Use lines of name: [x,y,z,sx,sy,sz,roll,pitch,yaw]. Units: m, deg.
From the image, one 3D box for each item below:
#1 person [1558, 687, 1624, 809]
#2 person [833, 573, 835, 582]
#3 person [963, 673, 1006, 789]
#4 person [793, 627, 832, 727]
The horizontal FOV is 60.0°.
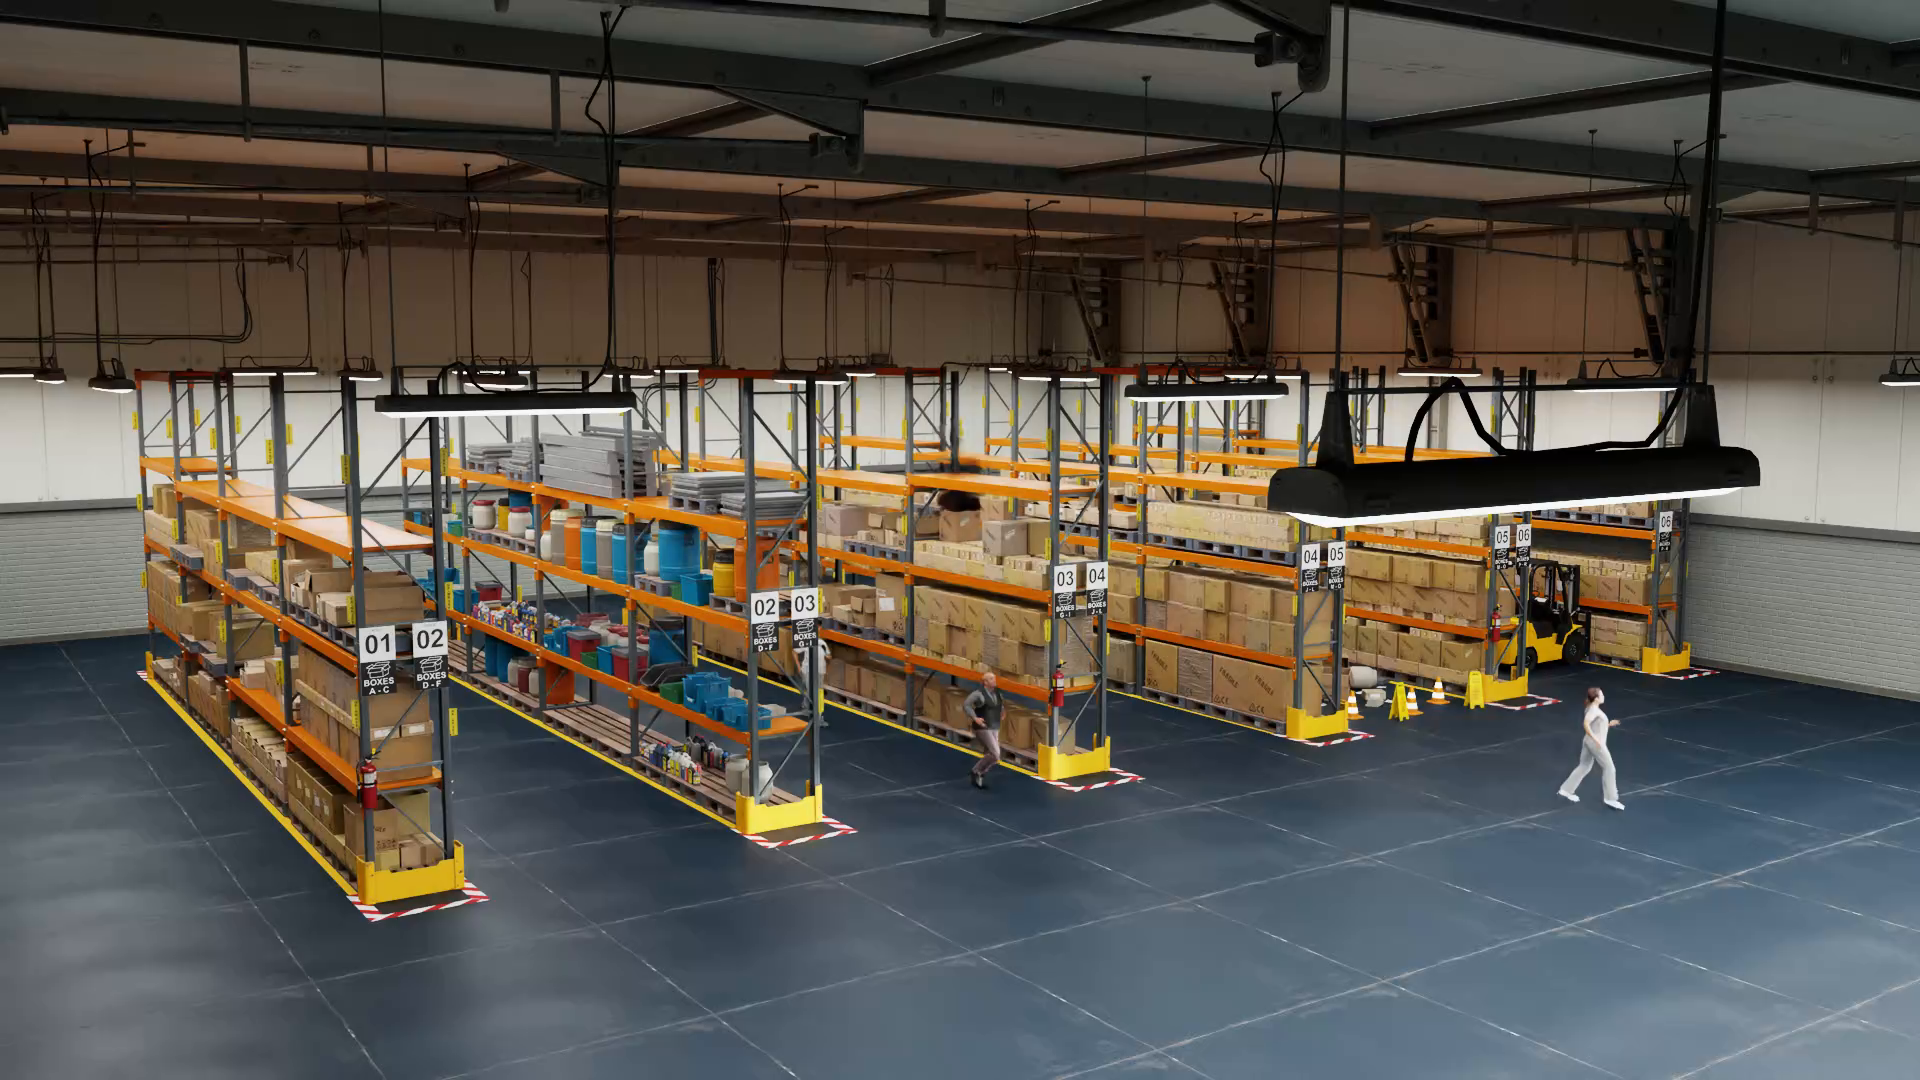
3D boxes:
person: [8.799,2.881,23.098,0.879,1.701,0.546,0,6,1]
person: [-2.521,1.558,34.415,0.683,1.809,0.874,-5,8,-39]
person: [0.436,2.777,24.216,0.563,1.700,0.667,5,8,39]
person: [-2.497,2.282,28.389,0.599,1.668,0.937,-5,8,-37]
